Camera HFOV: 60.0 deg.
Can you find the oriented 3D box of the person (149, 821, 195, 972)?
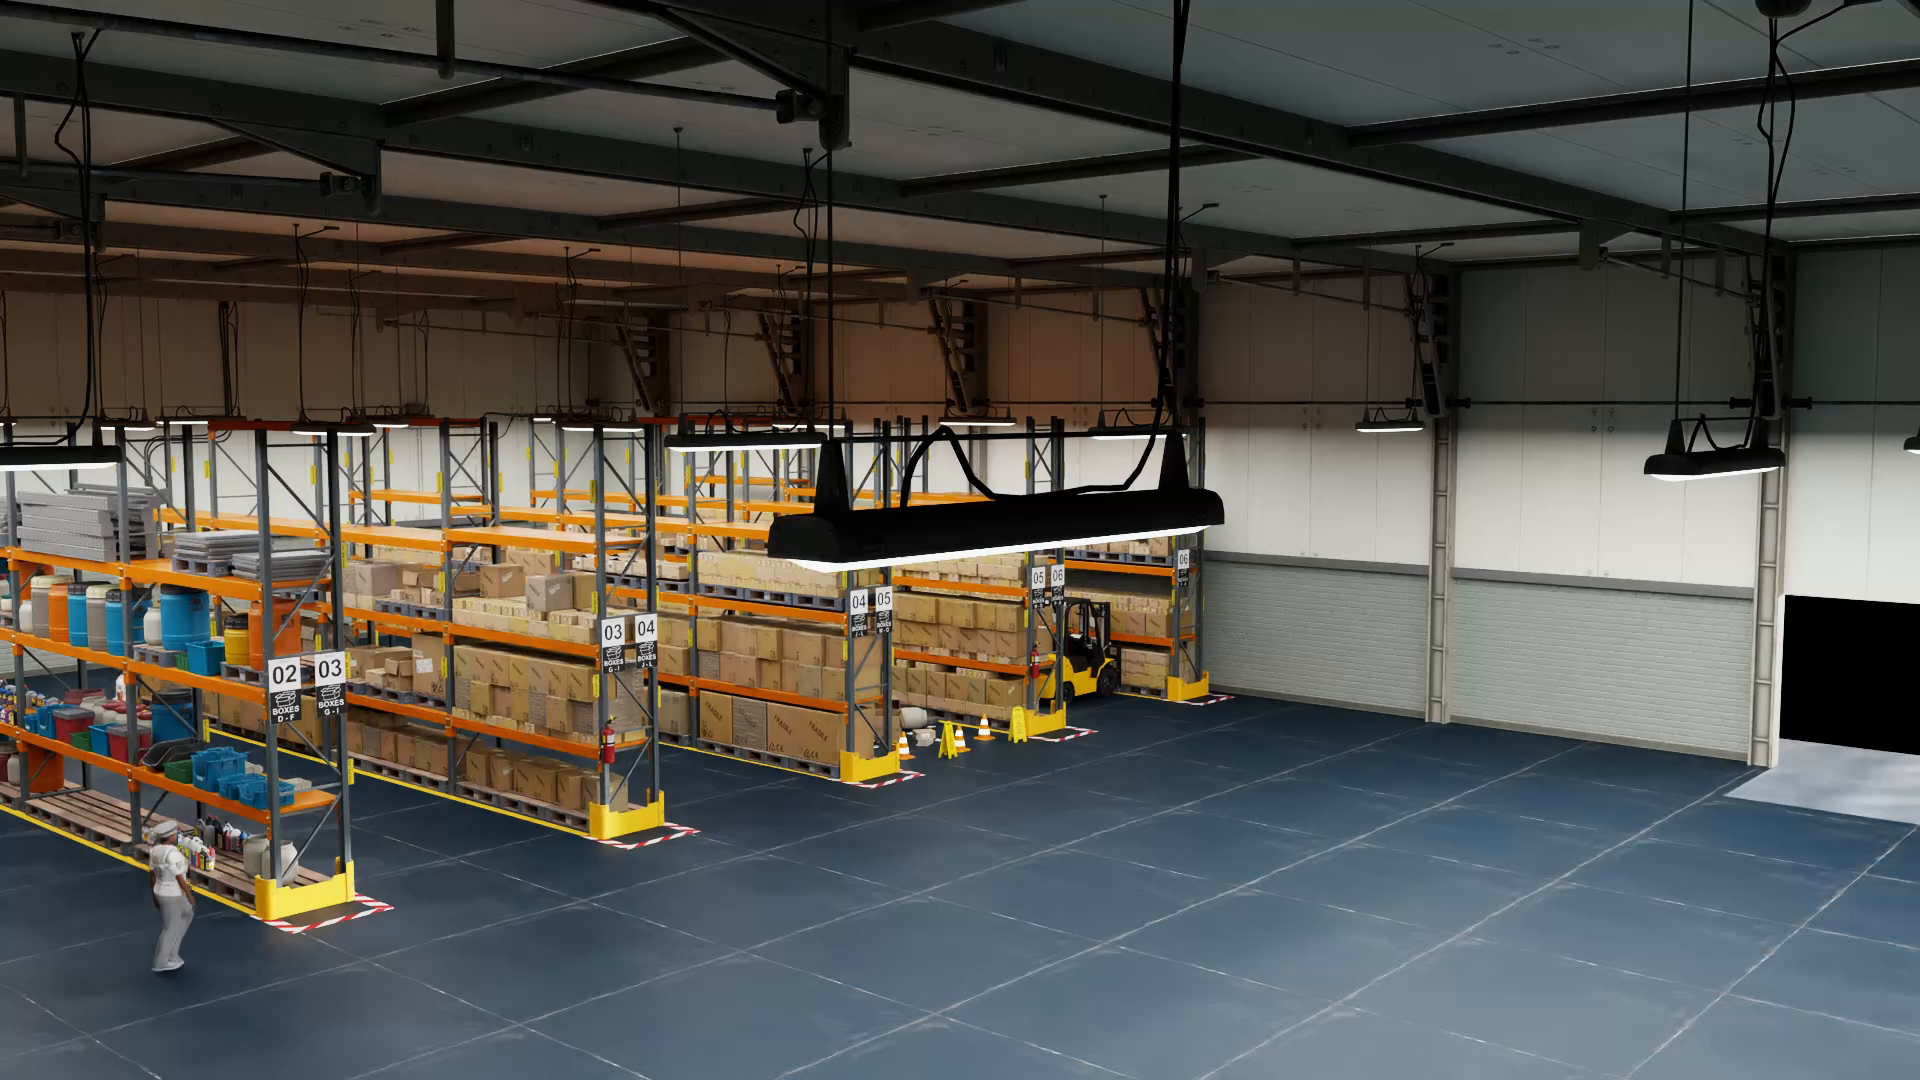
[{"bbox_3d":[-8.734,3.960,18.474,0.495,1.699,0.462,-4,6,-39],"label":"person"}]

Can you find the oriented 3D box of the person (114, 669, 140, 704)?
[{"bbox_3d":[-15.065,3.035,30.087,0.613,1.639,0.550,1,5,7],"label":"person"}]
